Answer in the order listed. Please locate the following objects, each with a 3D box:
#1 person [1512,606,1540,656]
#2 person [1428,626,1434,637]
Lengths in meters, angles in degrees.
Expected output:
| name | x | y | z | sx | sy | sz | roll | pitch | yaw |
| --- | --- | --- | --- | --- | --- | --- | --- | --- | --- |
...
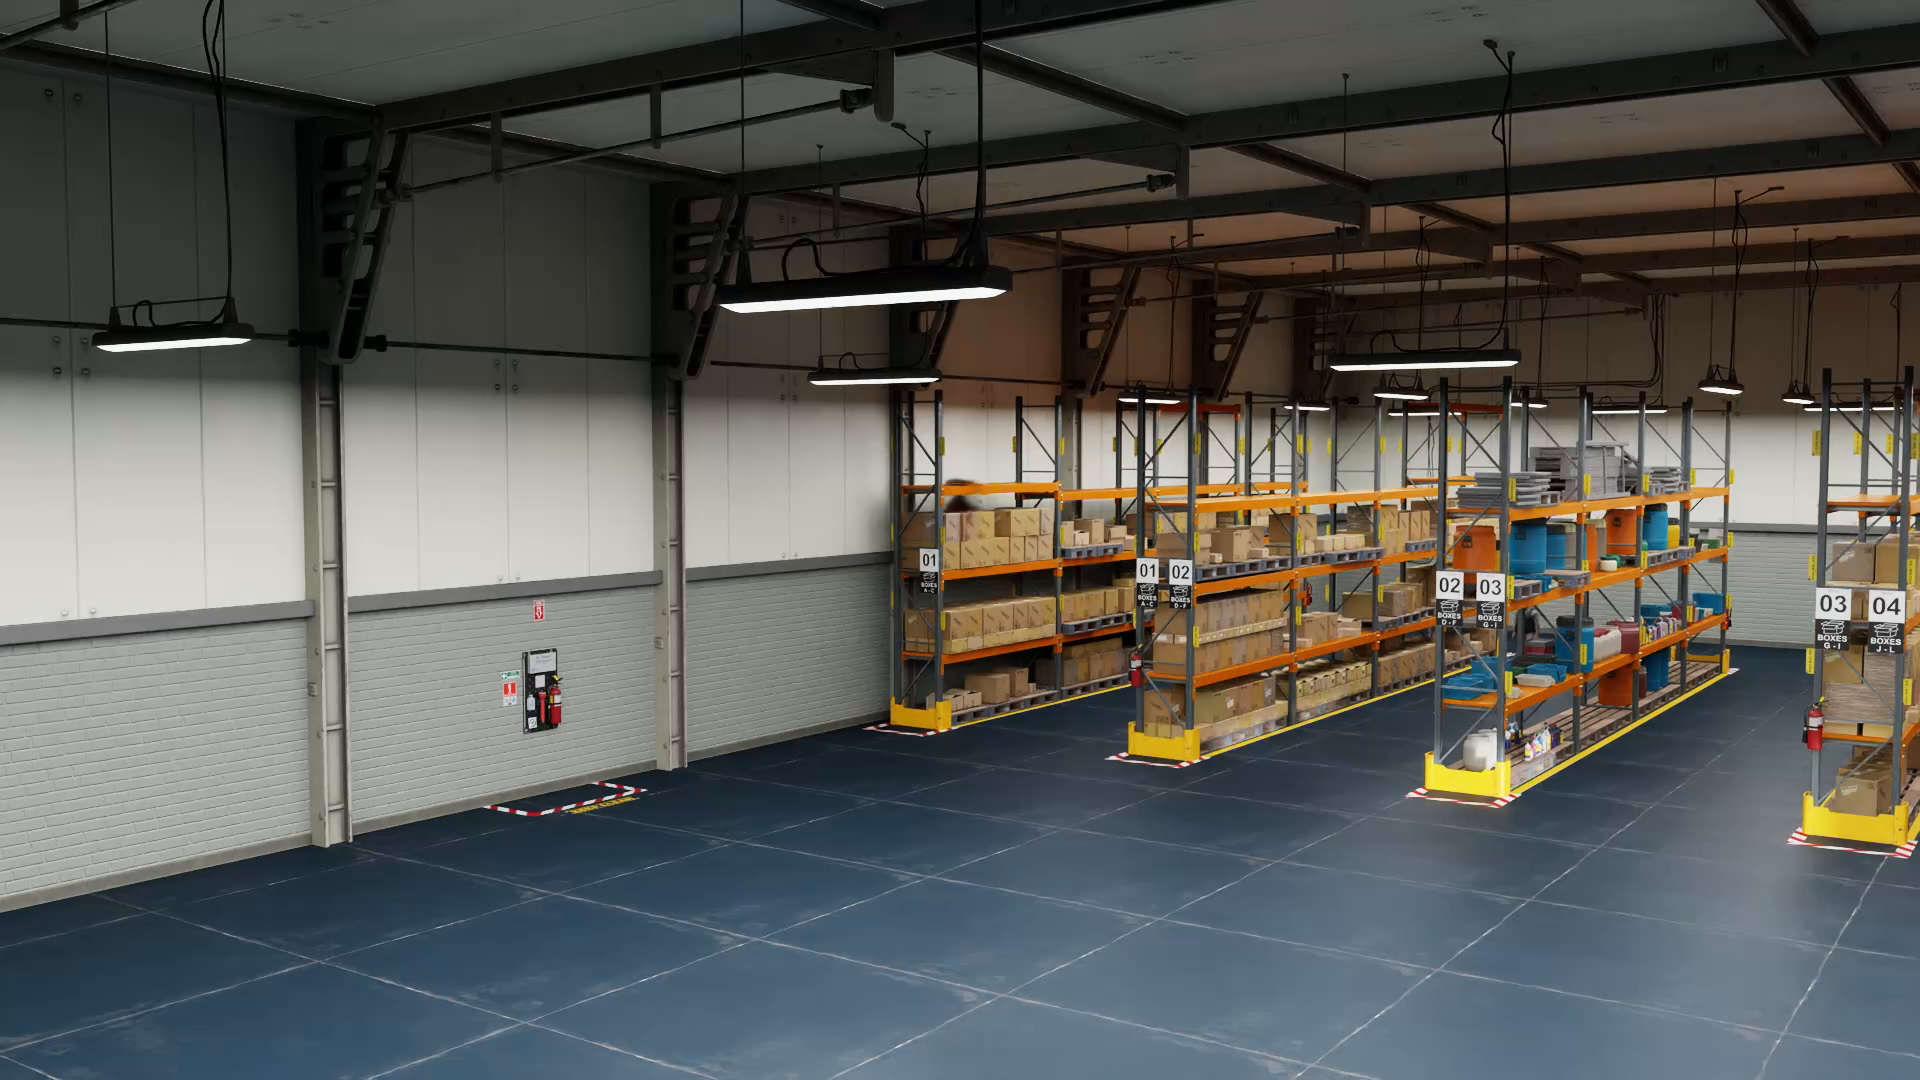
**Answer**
| name | x | y | z | sx | sy | sz | roll | pitch | yaw |
| --- | --- | --- | --- | --- | --- | --- | --- | --- | --- |
| person | 12.548 | 2.079 | 36.846 | 0.569 | 1.678 | 0.841 | 2 | 4 | 32 |
| person | 12.014 | 1.850 | 42.013 | 0.433 | 1.612 | 0.453 | 0 | 3 | 9 |
